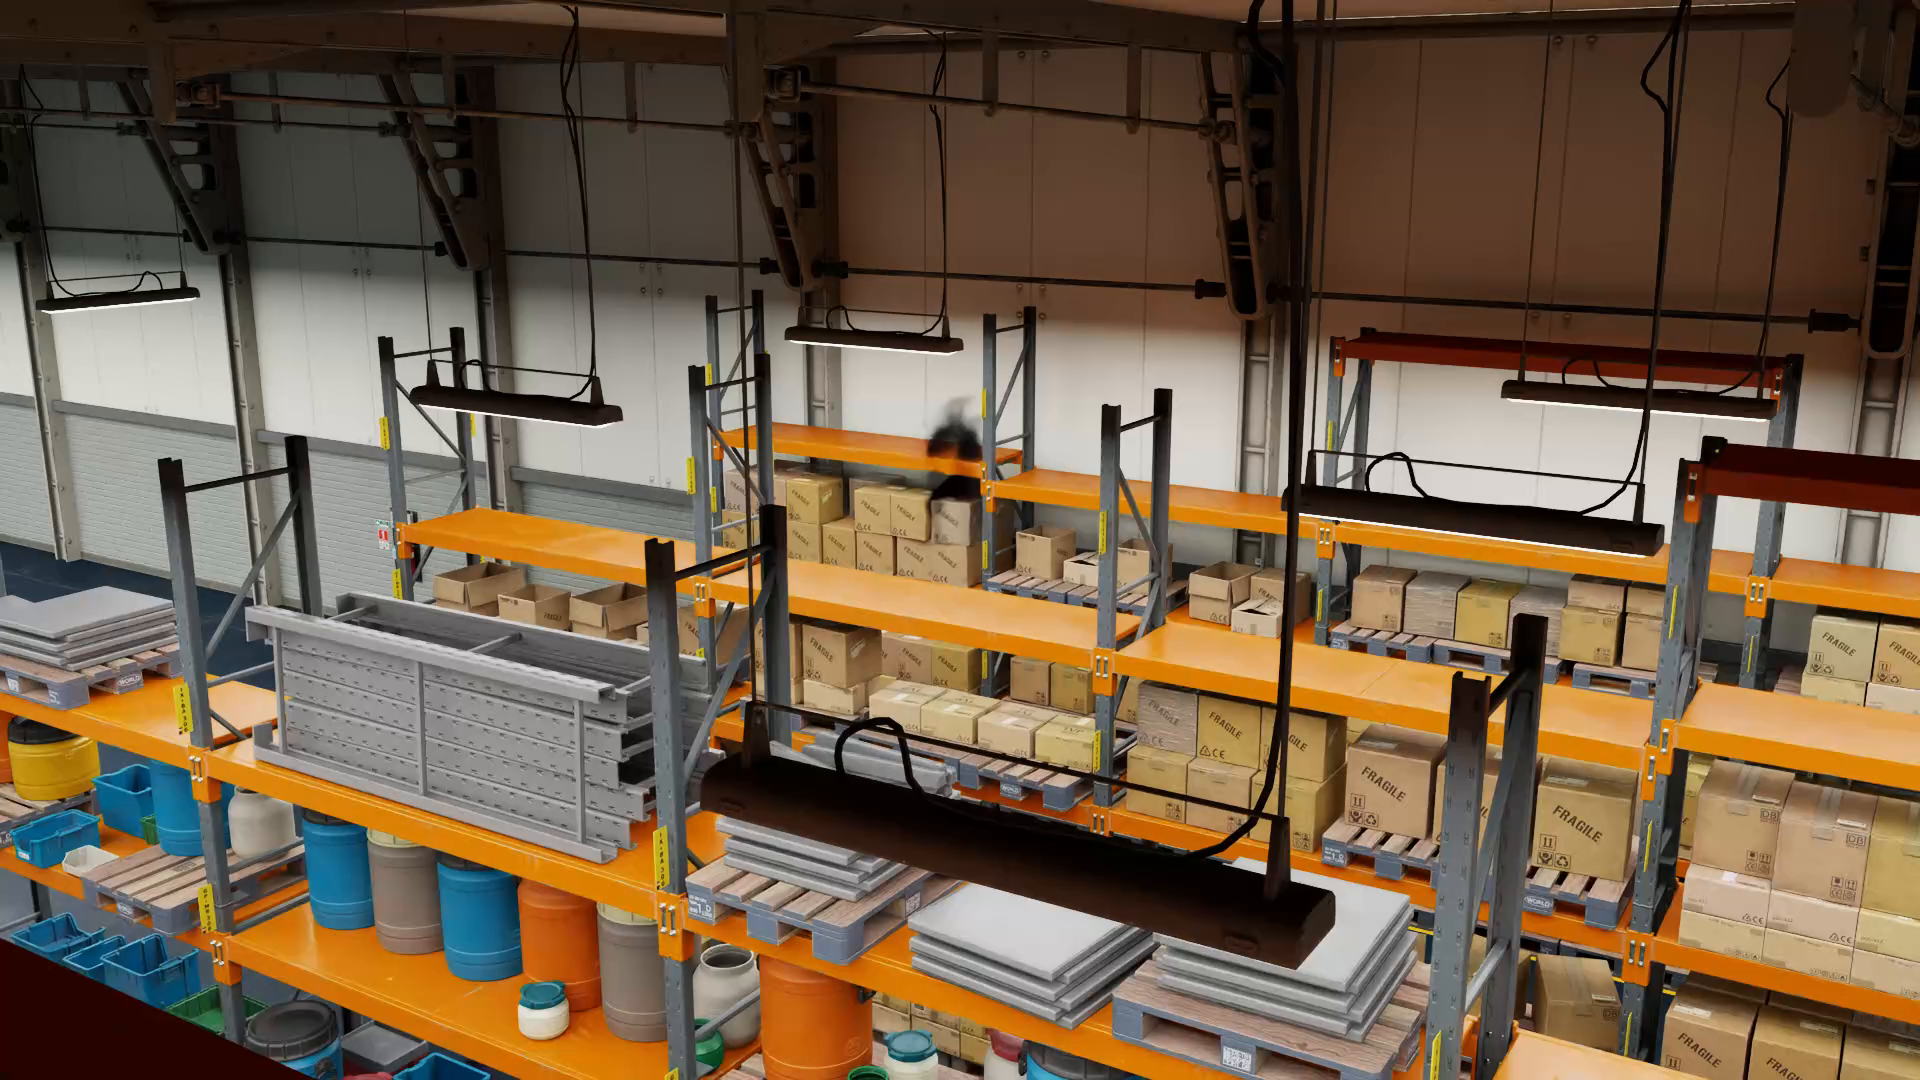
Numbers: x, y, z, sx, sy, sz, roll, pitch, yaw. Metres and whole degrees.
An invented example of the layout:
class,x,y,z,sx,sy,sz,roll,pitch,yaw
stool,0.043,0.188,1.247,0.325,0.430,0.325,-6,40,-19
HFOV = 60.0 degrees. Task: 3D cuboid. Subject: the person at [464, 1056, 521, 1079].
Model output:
class,x,y,z,sx,sy,sz,roll,pitch,yaw
person,-3.743,4.010,13.643,0.713,1.696,0.595,6,15,24
